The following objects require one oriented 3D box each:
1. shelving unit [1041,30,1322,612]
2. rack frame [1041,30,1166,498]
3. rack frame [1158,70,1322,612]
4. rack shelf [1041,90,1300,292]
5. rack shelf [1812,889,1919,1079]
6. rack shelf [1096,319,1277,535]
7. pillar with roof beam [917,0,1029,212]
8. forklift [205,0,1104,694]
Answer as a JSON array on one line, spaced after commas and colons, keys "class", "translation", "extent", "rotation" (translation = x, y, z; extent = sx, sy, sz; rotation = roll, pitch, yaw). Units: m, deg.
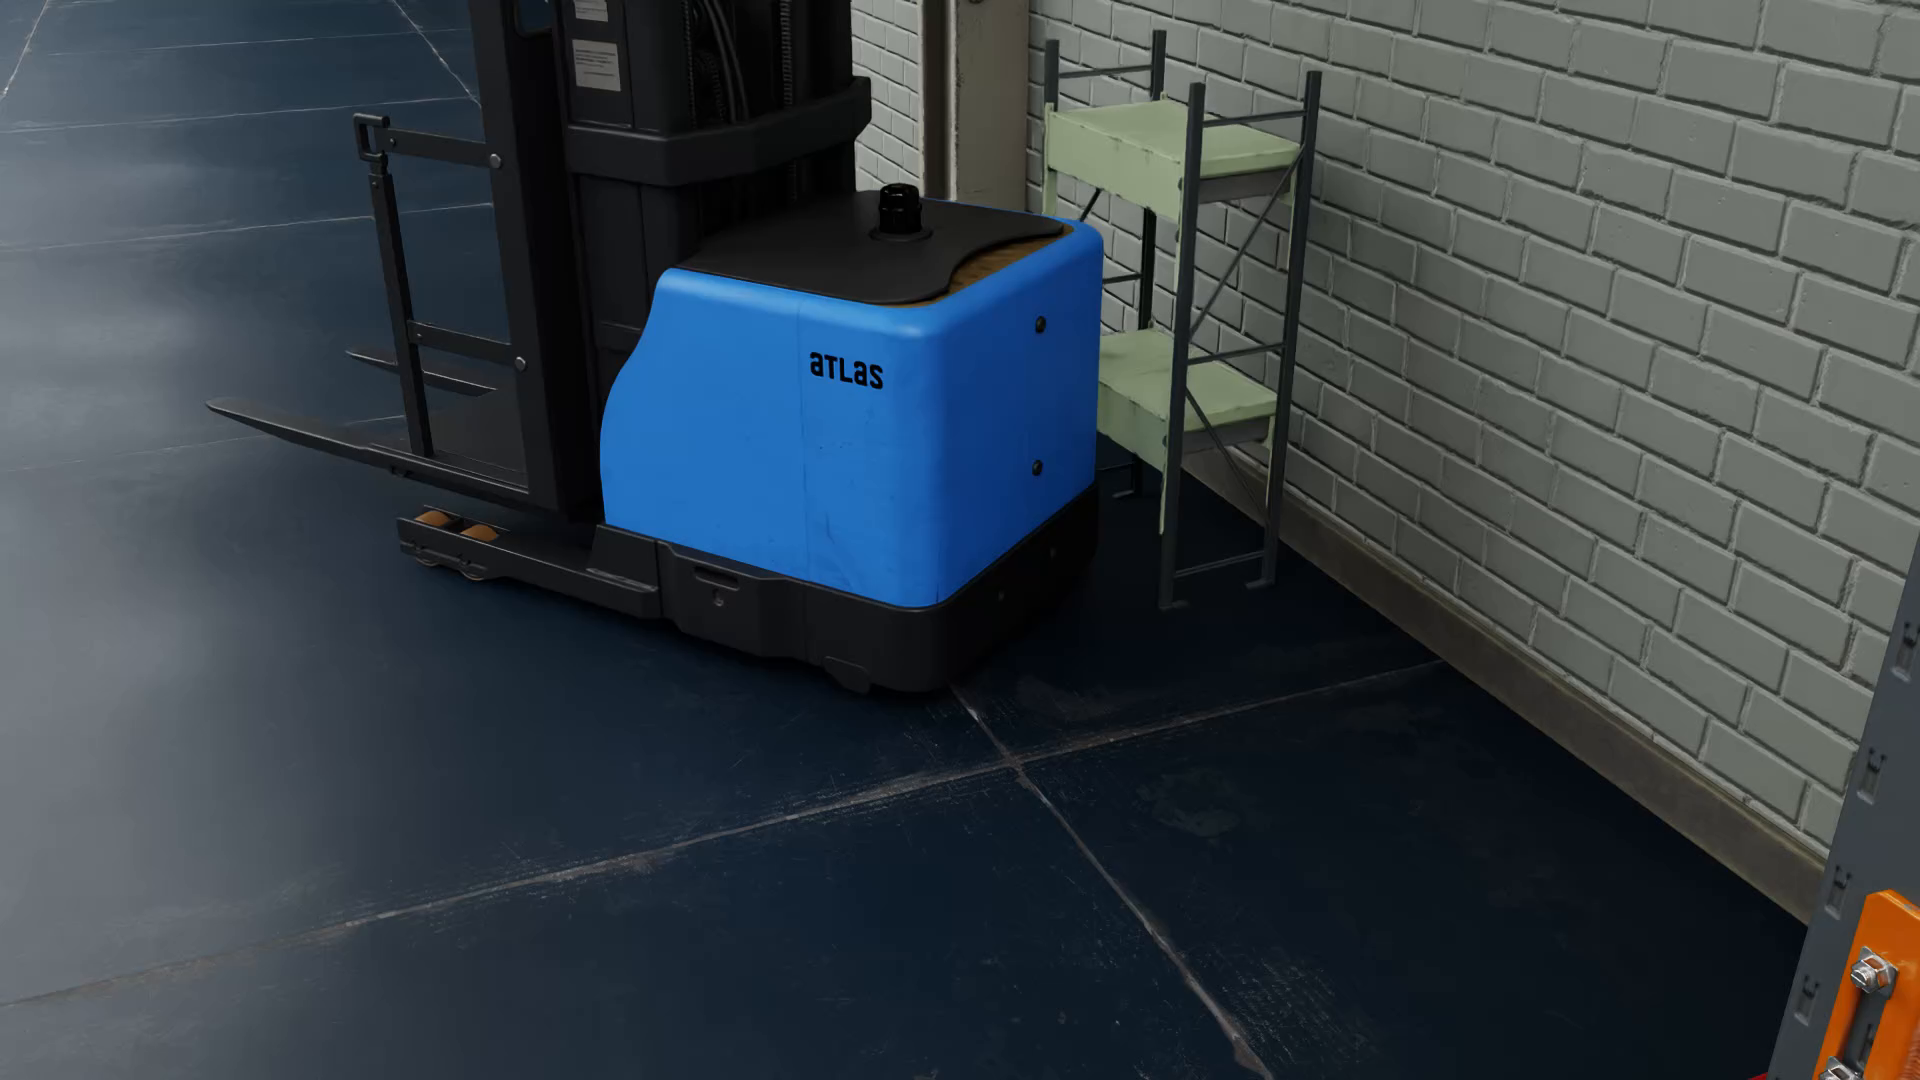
[{"class": "shelving unit", "translation": [0.593, -0.653, 4.878], "extent": [0.431, 1.500, 0.755], "rotation": [-13, 29, -24]}, {"class": "rack frame", "translation": [0.427, -0.797, 5.171], "extent": [0.400, 1.500, 0.023], "rotation": [-13, 29, -24]}, {"class": "rack frame", "translation": [0.760, -0.510, 4.585], "extent": [0.400, 1.500, 0.023], "rotation": [-13, 29, -24]}, {"class": "rack shelf", "translation": [0.594, -1.004, 4.707], "extent": [0.431, 0.370, 0.720], "rotation": [-13, 29, -24]}, {"class": "rack shelf", "translation": [2.112, 1.210, 0.173], "extent": [1.077, 0.370, 4.000], "rotation": [-11, 28, -21]}, {"class": "rack shelf", "translation": [0.593, -0.360, 5.021], "extent": [0.431, 0.370, 0.720], "rotation": [-13, 29, -24]}, {"class": "pillar with roof beam", "translation": [-3.912, -4.165, 3.524], "extent": [9.100, 9.000, 0.400], "rotation": [-11, 28, -21]}, {"class": "forklift", "translation": [-1.120, -1.377, 4.729], "extent": [3.031, 2.935, 1.130], "rotation": [14, 30, 27]}]
